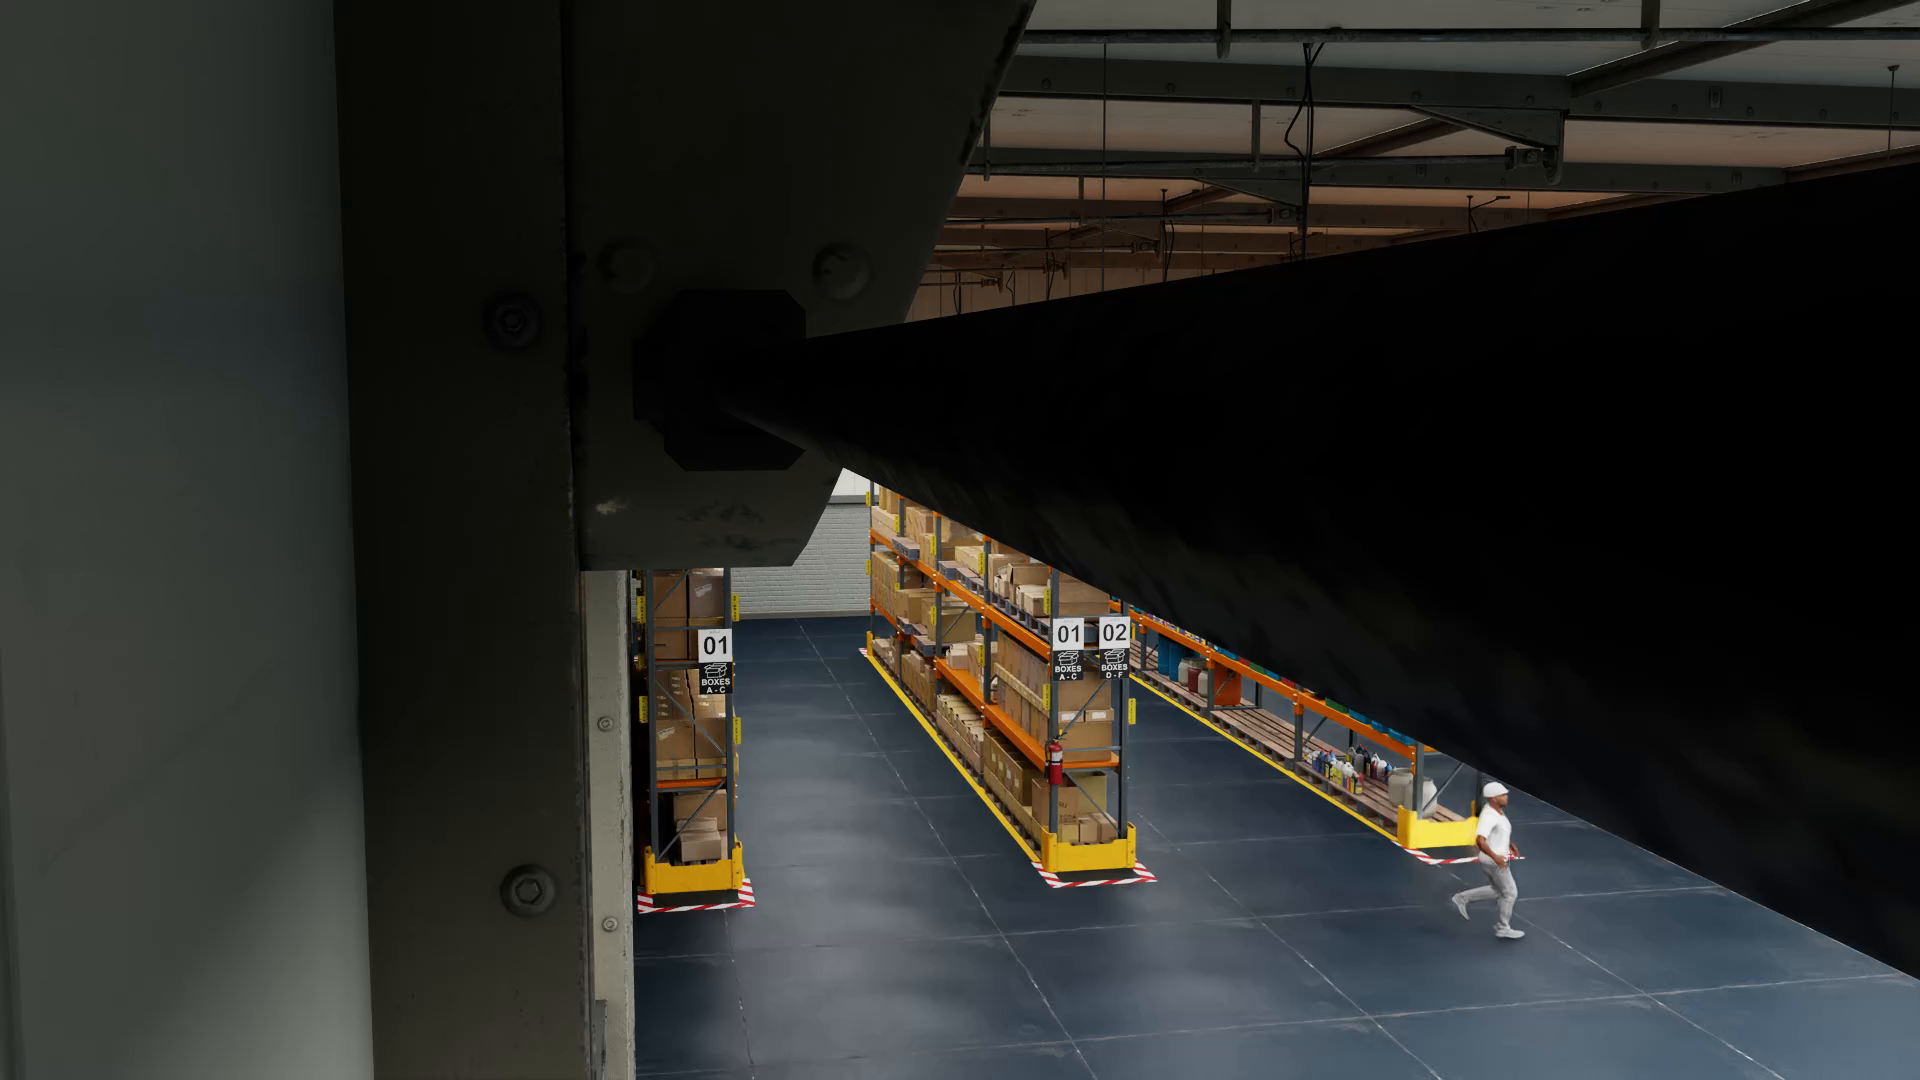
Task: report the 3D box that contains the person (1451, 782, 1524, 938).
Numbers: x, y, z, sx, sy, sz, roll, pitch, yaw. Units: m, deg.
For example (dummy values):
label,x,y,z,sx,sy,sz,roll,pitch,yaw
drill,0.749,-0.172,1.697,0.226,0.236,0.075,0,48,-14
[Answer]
label,x,y,z,sx,sy,sz,roll,pitch,yaw
person,5.883,3.540,18.483,0.795,1.733,0.739,2,6,20
